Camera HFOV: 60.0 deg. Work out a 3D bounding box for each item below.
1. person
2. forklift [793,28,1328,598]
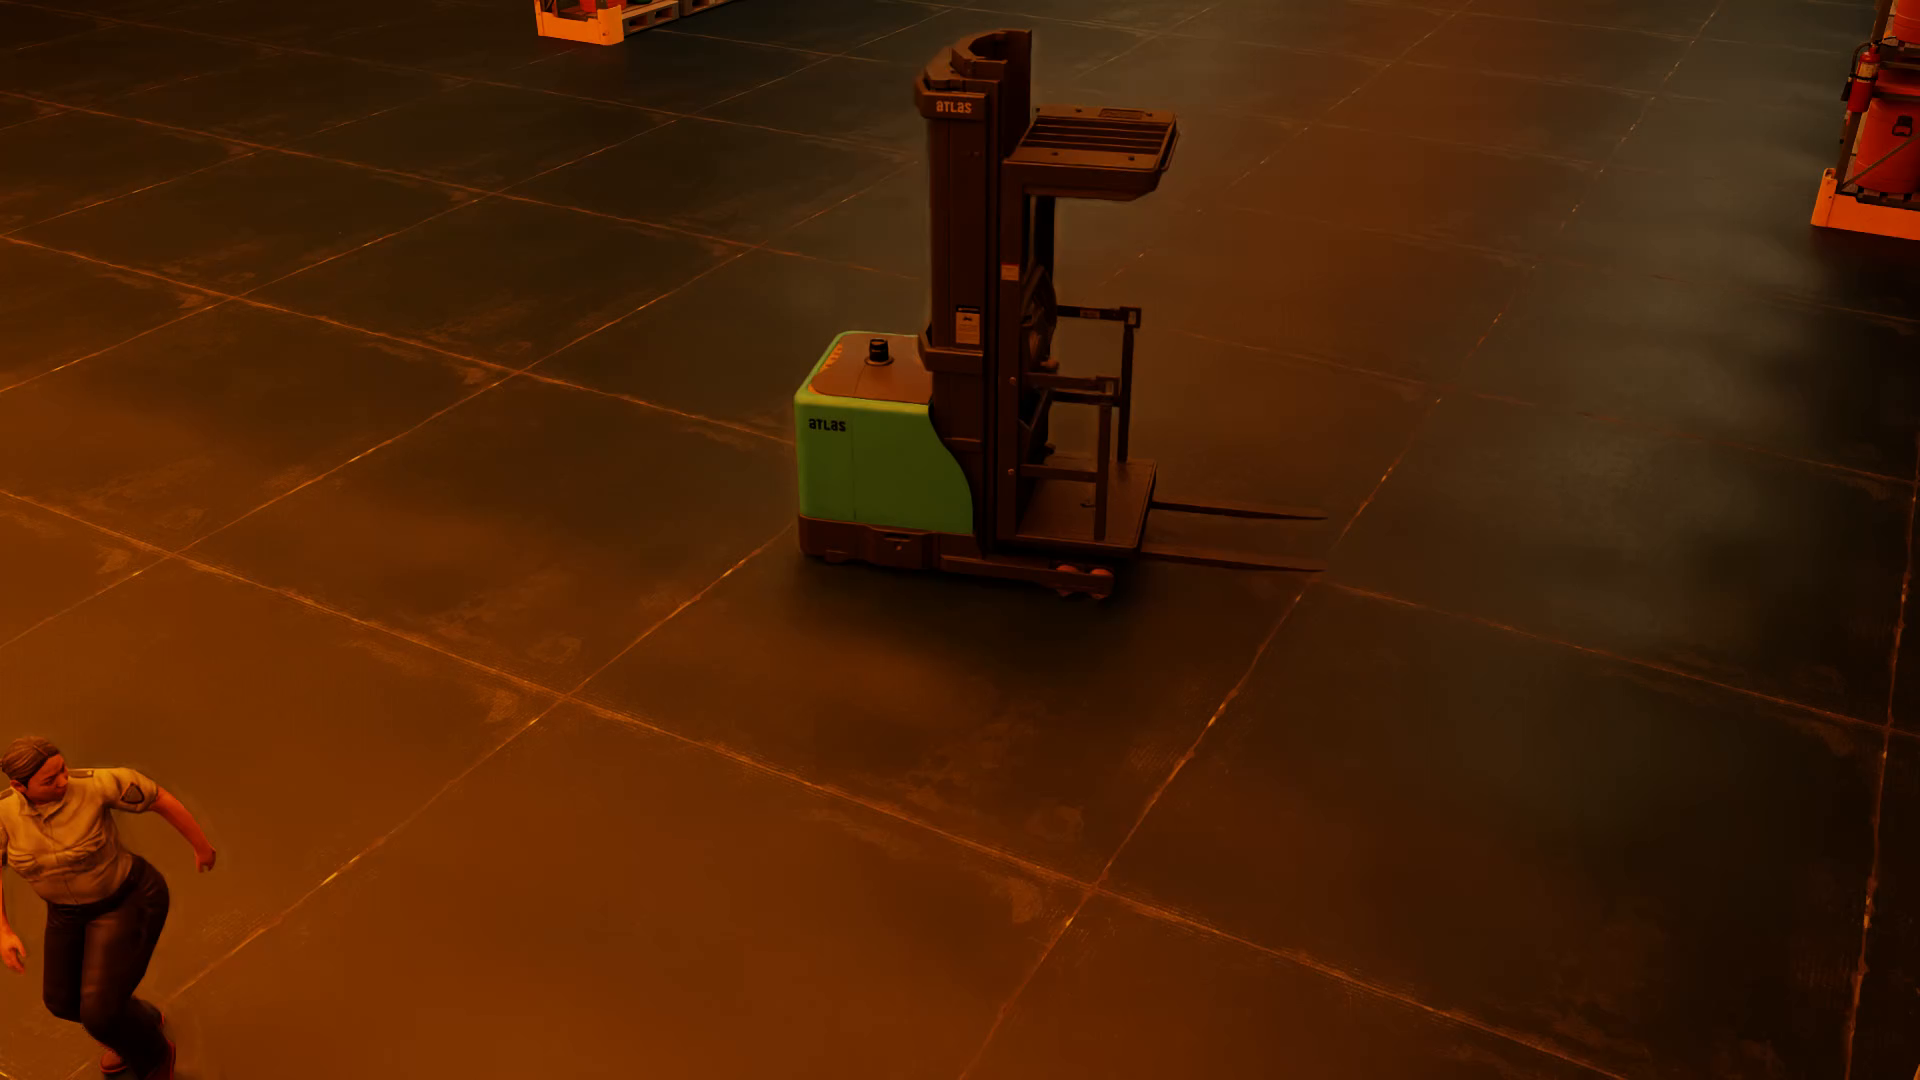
[{"bbox_3d":[-3.170,1.372,6.095,0.615,1.631,0.709,6,30,9],"label":"person"},{"bbox_3d":[0.623,-1.230,9.201,3.031,2.935,1.130,6,31,10],"label":"forklift"}]
